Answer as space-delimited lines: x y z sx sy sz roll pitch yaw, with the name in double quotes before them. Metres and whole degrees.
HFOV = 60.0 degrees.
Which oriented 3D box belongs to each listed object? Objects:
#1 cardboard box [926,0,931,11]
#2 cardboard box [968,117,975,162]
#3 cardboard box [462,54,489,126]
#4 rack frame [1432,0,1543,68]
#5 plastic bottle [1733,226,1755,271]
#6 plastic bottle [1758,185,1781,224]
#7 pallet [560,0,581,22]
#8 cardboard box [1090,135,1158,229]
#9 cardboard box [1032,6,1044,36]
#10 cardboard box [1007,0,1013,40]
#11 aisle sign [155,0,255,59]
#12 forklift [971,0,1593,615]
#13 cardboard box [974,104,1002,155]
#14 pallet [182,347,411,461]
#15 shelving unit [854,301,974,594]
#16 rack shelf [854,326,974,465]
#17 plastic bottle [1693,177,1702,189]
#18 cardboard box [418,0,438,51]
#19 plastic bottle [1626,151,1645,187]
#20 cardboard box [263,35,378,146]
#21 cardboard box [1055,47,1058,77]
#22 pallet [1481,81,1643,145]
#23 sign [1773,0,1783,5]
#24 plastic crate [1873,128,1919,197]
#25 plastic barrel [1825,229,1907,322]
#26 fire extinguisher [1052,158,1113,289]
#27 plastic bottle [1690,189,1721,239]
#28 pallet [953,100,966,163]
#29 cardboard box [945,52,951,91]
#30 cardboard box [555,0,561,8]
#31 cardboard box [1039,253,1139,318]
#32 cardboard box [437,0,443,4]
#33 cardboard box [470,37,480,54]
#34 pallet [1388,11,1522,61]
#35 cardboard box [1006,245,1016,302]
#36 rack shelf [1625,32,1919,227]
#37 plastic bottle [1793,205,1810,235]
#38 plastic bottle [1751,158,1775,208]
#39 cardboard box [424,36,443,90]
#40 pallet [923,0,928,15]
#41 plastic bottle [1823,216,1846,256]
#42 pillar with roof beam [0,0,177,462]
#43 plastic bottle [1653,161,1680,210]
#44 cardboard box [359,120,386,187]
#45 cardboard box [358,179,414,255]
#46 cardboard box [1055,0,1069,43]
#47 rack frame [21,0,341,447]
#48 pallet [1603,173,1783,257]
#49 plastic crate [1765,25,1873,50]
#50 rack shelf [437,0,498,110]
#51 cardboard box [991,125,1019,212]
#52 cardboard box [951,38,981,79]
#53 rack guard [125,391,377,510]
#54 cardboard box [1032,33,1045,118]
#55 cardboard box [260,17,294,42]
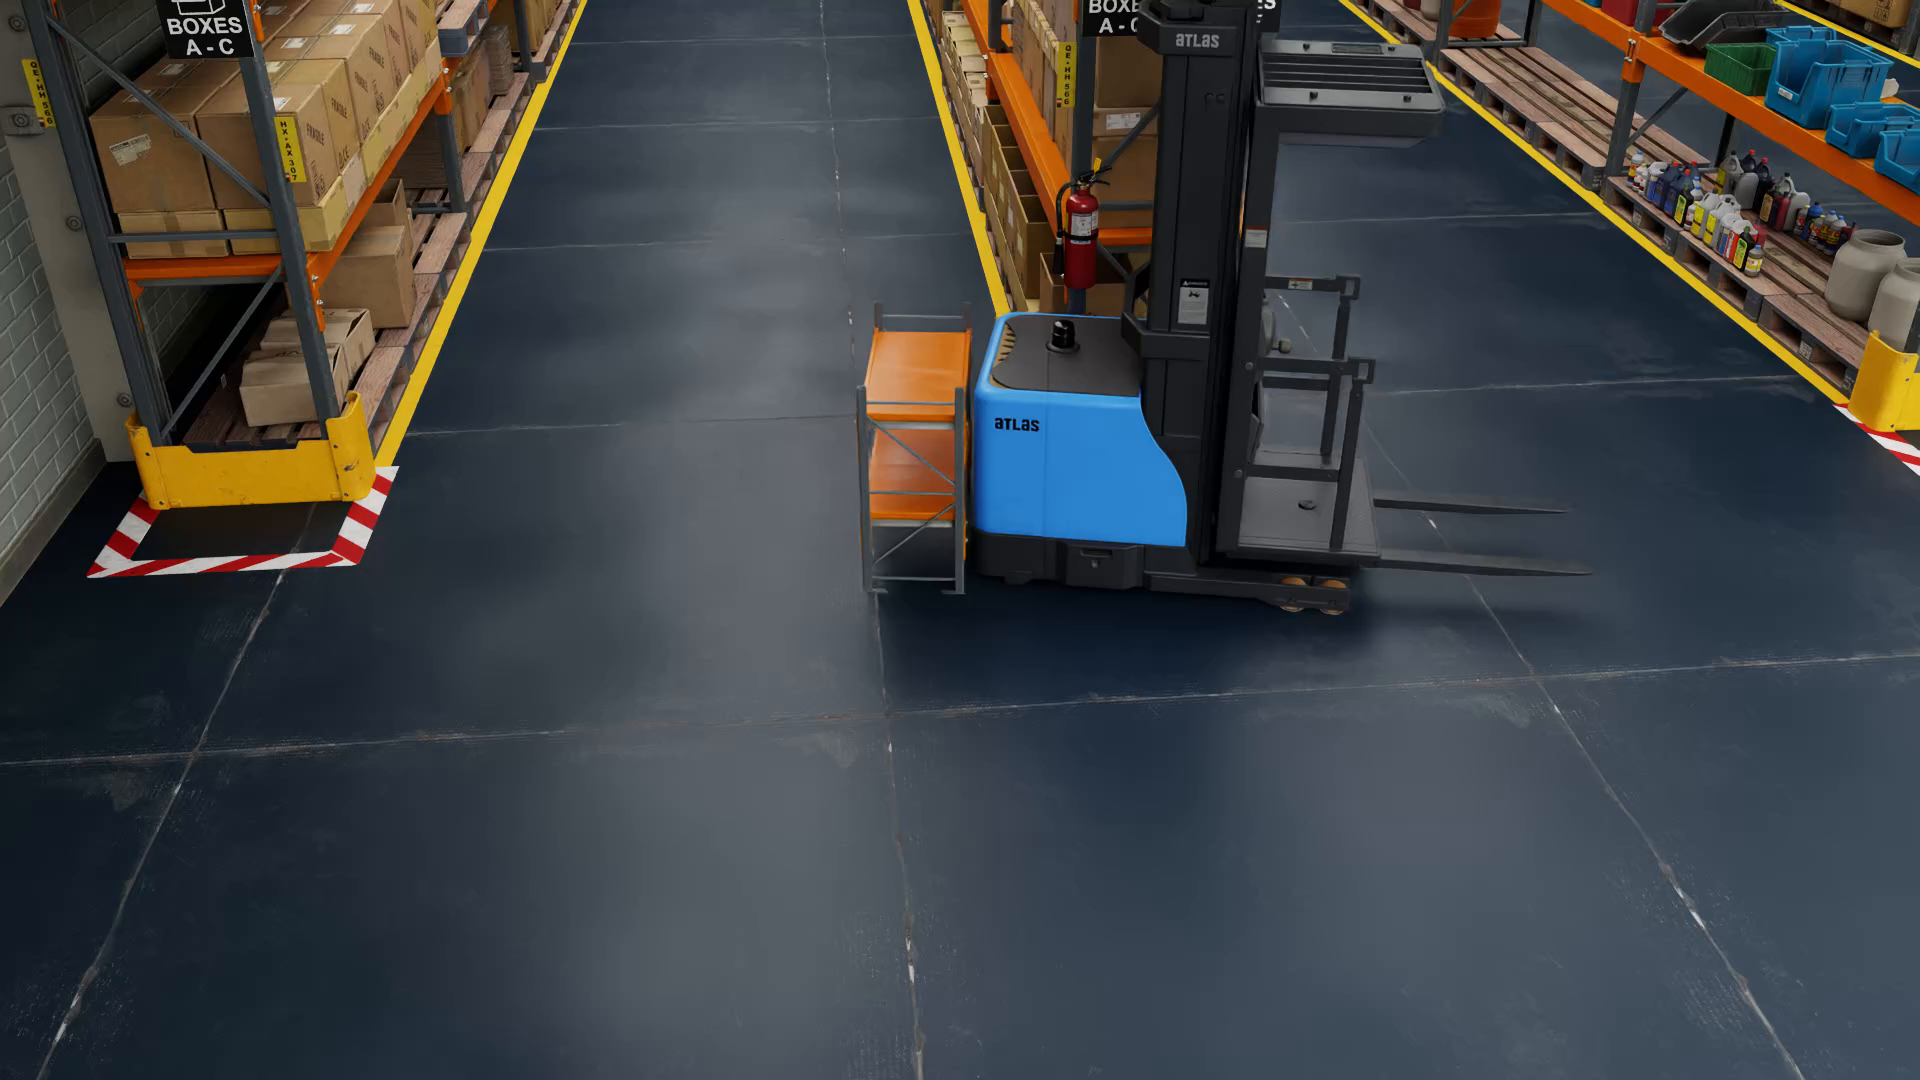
"cardboard box" -0.088 -5.964 17.818 0.500 0.500 0.500 -4 31 -6
"cardboard box" 0.337 -3.264 13.561 0.500 0.250 0.500 -3 31 -5
"cardboard box" -4.469 -3.840 14.263 0.700 0.500 0.500 -3 31 -5
"rack frame" 5.269 -6.085 16.013 1.000 3.000 0.127 -3 31 -5
"plastic bottle" 5.379 -1.999 11.392 0.061 0.283 0.133 -2 31 -3
"plastic bottle" 5.938 -2.470 12.180 0.061 0.283 0.133 -3 31 -5
"pallet" -4.822 -6.065 18.699 1.003 0.211 1.213 -3 31 -5
"cardboard box" 1.053 -2.047 9.155 0.700 0.500 0.500 -3 31 -5
"cardboard box" 0.667 -3.325 10.661 0.380 0.149 0.250 -4 31 -6
"cardboard box" 0.621 -3.993 12.655 0.500 0.250 0.500 -1 31 -1
"aisle sign" -3.542 -2.620 7.676 0.394 0.787 0.004 -3 31 -5
"forklift" 1.613 -1.185 7.875 3.031 2.935 1.130 4 31 7
"cardboard box" 0.387 -3.241 12.976 0.500 0.311 0.500 -3 31 -5
"pallet" -3.896 -0.784 9.857 1.003 0.211 1.213 -3 31 -5
"shelving unit" -0.212 -0.485 8.465 0.538 1.125 1.048 1 31 2
"rack shelf" -0.212 -0.736 8.315 0.538 0.278 1.000 1 31 2
"plastic bottle" 5.438 -2.560 12.343 0.097 0.271 0.097 0 31 0
"cardboard box" -3.869 -3.608 11.261 0.500 0.500 0.500 -3 31 -5
"plastic bottle" 5.236 -2.877 12.873 0.097 0.271 0.097 0 31 0
"cardboard box" -3.671 -2.567 9.519 0.500 0.500 0.500 -4 31 -6
"cardboard box" 0.762 -2.800 9.782 0.380 0.149 0.250 -2 31 -3
"pallet" 5.413 -3.869 15.022 1.003 0.211 1.213 -3 31 -5
"sign" 6.191 -4.183 12.557 0.100 0.325 0.005 -3 31 -5
"plastic crate" 5.671 -2.178 9.617 0.499 0.251 0.616 -3 31 -5
"plastic barrel" 5.832 -1.701 10.690 0.421 0.512 0.421 0 31 0
"fire extinguisher" 0.633 -1.650 8.662 0.296 0.674 0.183 -3 31 -5
"plastic bottle" 5.362 -2.349 11.912 0.144 0.351 0.185 -3 31 -5
"pallet" 0.485 -3.609 14.587 1.003 0.211 1.213 -3 31 -5
"cardboard box" 0.141 -4.312 15.315 0.500 0.250 0.500 -4 31 -6
"cardboard box" -4.693 -6.131 17.776 0.750 0.750 0.750 -2 31 -3
"cardboard box" 0.738 -1.347 9.620 0.500 0.500 0.500 -3 31 -5
"cardboard box" -4.280 -4.347 12.577 0.700 0.500 0.500 0 31 1
"cardboard box" -4.485 -4.389 14.451 0.500 0.250 0.500 -2 31 -4
"pallet" 5.153 -5.289 17.398 1.003 0.211 1.213 -3 31 -5
"cardboard box" 0.588 -1.790 11.094 0.500 0.250 0.500 -3 31 -5
"rack shelf" 5.829 -2.713 11.069 1.077 0.370 4.000 -3 31 -5
"plastic bottle" 6.087 -2.311 11.993 0.097 0.201 0.097 0 31 0
"plastic bottle" 6.007 -2.682 12.469 0.144 0.351 0.185 -4 31 -7
"cardboard box" -3.875 -3.285 11.452 0.500 0.250 0.500 -3 31 -4
"pallet" 0.076 -6.281 19.061 1.003 0.211 1.213 -3 31 -5
"plastic bottle" 6.125 -2.134 11.629 0.097 0.271 0.097 0 31 0
"pillar with roof beam" -0.488 -4.624 7.716 9.100 9.000 0.400 -3 31 -5
"plastic bottle" 5.305 -2.663 12.437 0.144 0.351 0.185 -2 31 -3
"cardboard box" -3.682 -2.260 9.735 0.500 0.250 0.500 -3 31 -5
"cardboard box" -4.085 -2.156 11.443 0.500 0.500 0.500 -5 31 -8
"cardboard box" 0.946 -3.157 9.747 0.700 0.500 0.500 -3 31 -4
"rack frame" -3.848 -1.526 8.380 1.000 3.000 0.127 -3 31 -5
"pallet" 5.664 -2.501 12.731 1.003 0.211 1.213 -3 31 -5
"plastic crate" 6.016 -3.427 11.708 0.499 0.251 0.616 -3 31 -5
"rack shelf" -4.408 -4.281 13.693 1.077 0.370 4.000 -3 31 -5
"cardboard box" 0.496 -2.623 11.757 0.500 0.500 0.500 -3 31 -5
"cardboard box" 0.196 -4.281 14.717 0.500 0.311 0.500 -4 31 -6
"rack guard" -3.855 -0.492 9.086 1.175 0.500 0.348 -3 31 -5
"cardboard box" 0.857 -3.099 10.916 0.700 0.500 0.500 -2 31 -4
"cardboard box" -4.240 -2.801 9.910 0.500 0.500 0.500 -2 31 -4
